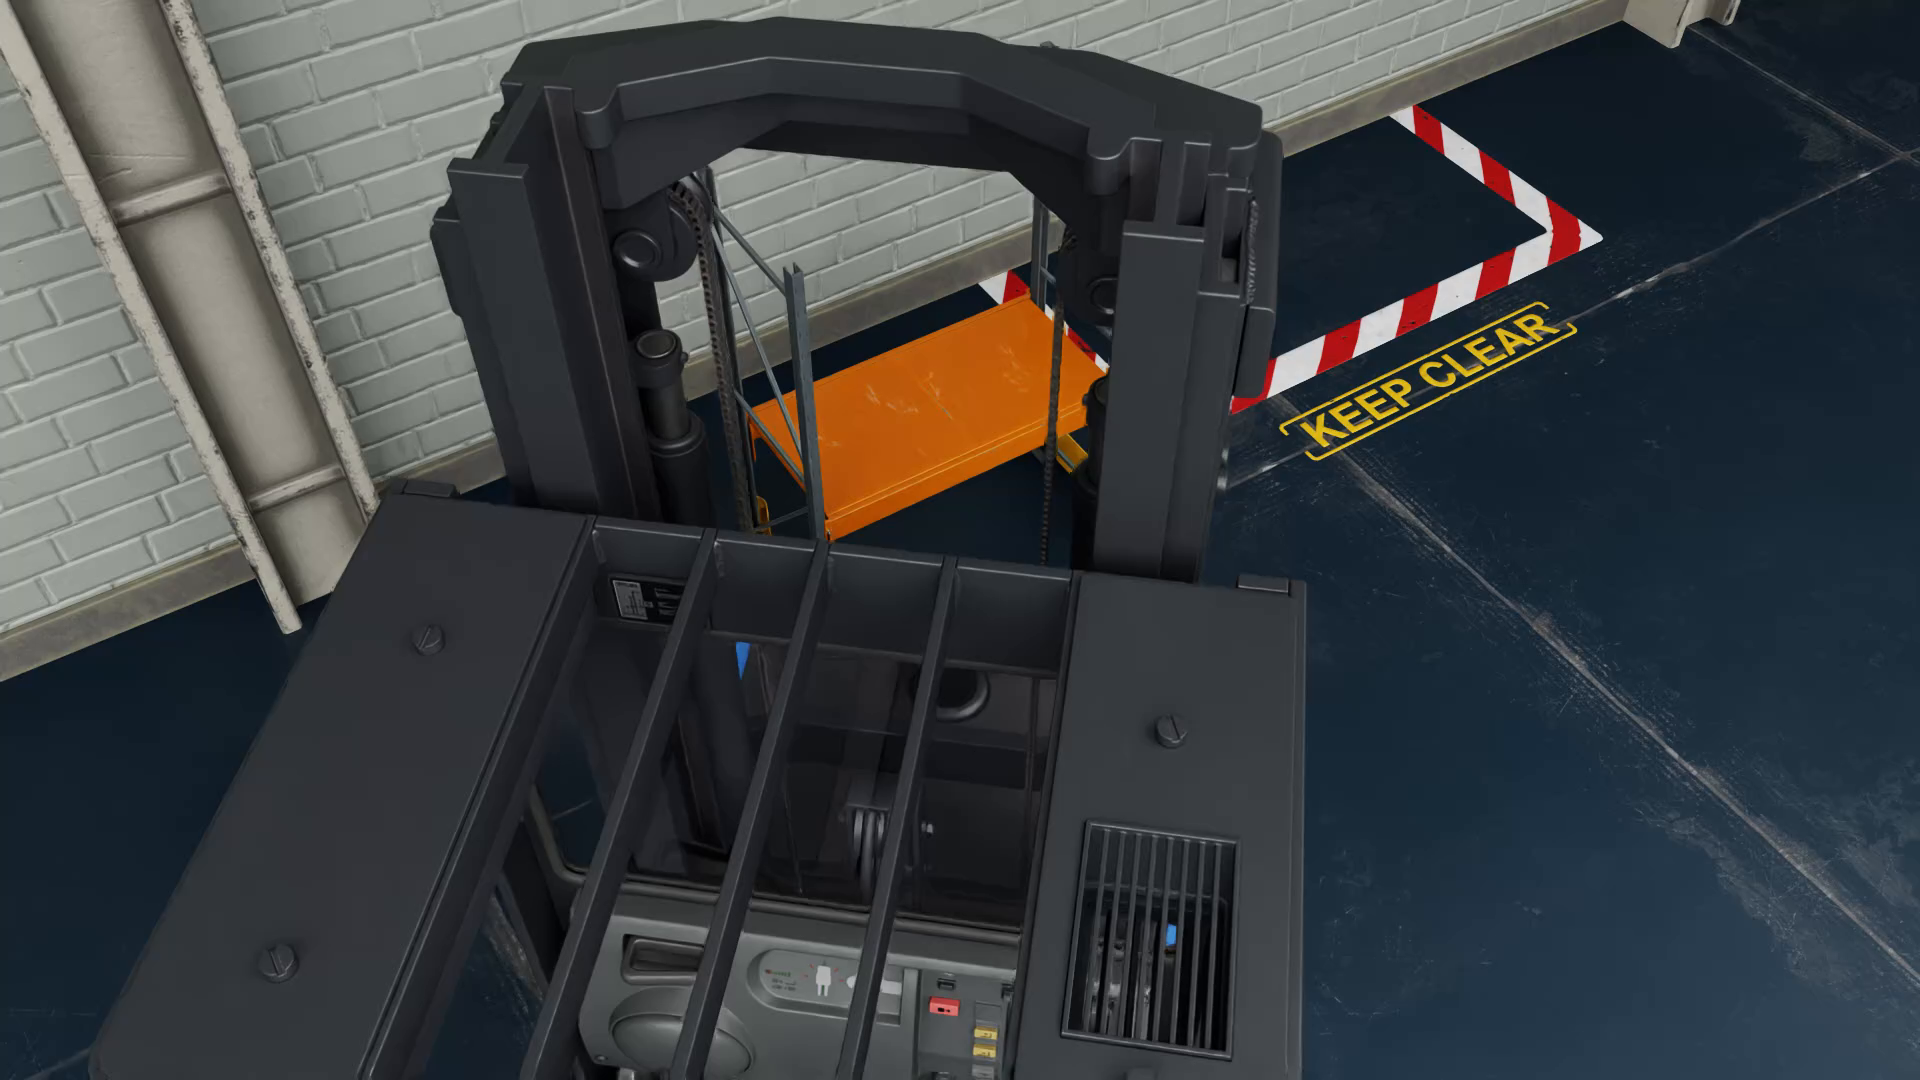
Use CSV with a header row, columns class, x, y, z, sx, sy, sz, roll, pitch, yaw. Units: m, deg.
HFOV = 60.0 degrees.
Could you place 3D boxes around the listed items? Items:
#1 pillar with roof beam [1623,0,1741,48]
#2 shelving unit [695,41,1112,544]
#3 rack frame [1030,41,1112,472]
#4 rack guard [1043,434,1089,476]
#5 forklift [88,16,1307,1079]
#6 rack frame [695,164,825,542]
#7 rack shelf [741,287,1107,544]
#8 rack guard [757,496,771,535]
class,x,y,z,sx,sy,sz,roll,pitch,yaw
pillar with roof beam,5.427,-2.555,1.500,0.400,9.000,9.100,-25,53,-21
shelving unit,-0.064,-0.468,4.663,1.083,1.500,0.587,-25,53,-21
rack frame,0.358,-0.667,4.840,0.032,1.500,0.500,-25,53,-21
rack guard,0.357,-0.251,5.306,0.087,0.250,0.587,-25,53,-21
forklift,-0.189,0.894,2.491,1.130,2.935,3.031,6,49,6
rack frame,-0.502,-0.262,4.479,0.032,1.500,0.500,-25,53,-21
rack shelf,-0.072,-0.345,4.794,1.000,0.185,0.538,-25,53,-21
rack guard,-0.486,0.146,4.953,0.087,0.250,0.587,-25,53,-21
